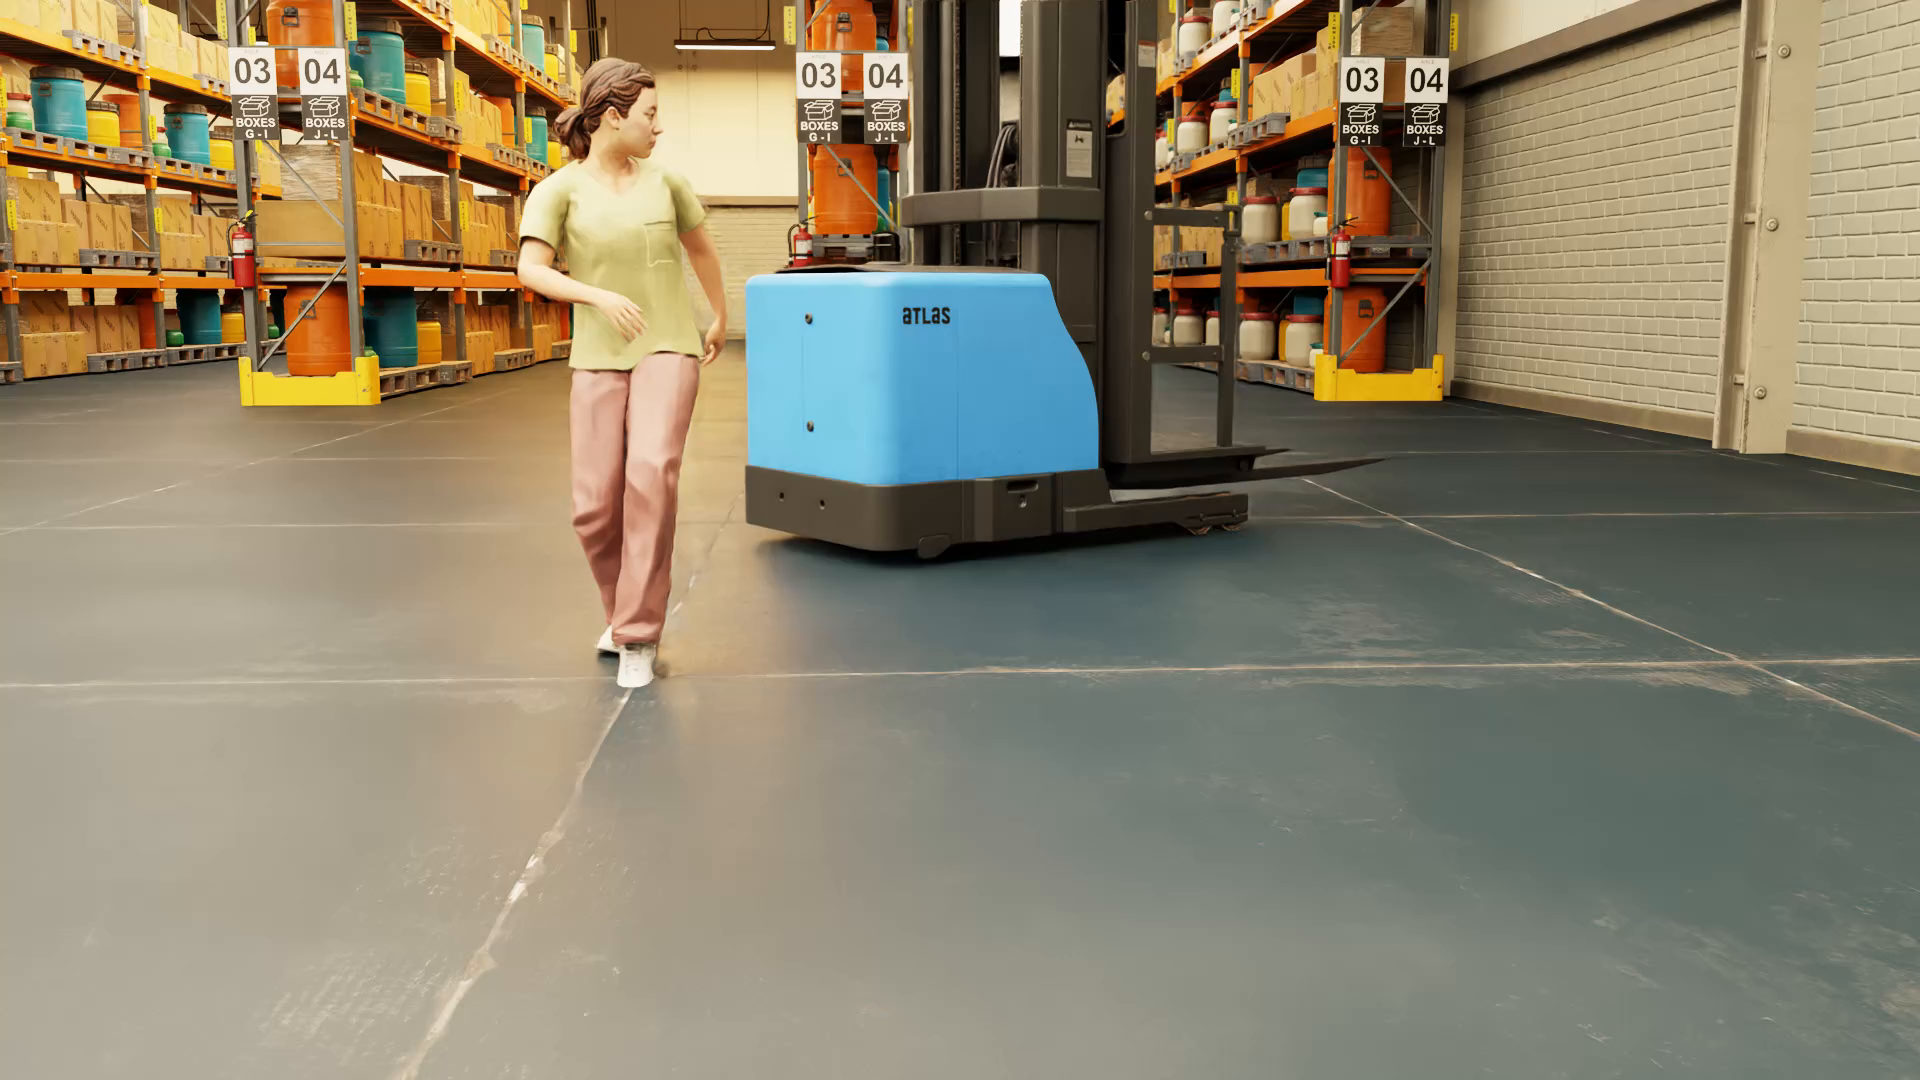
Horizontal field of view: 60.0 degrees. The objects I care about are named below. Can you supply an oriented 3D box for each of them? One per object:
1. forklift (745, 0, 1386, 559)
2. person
[{"bbox_3d":[0.612,-1.525,7.103,3.031,2.935,1.130,-6,10,-36],"label":"forklift"},{"bbox_3d":[-0.906,-0.446,4.514,0.515,1.669,0.801,-1,8,-5],"label":"person"}]
